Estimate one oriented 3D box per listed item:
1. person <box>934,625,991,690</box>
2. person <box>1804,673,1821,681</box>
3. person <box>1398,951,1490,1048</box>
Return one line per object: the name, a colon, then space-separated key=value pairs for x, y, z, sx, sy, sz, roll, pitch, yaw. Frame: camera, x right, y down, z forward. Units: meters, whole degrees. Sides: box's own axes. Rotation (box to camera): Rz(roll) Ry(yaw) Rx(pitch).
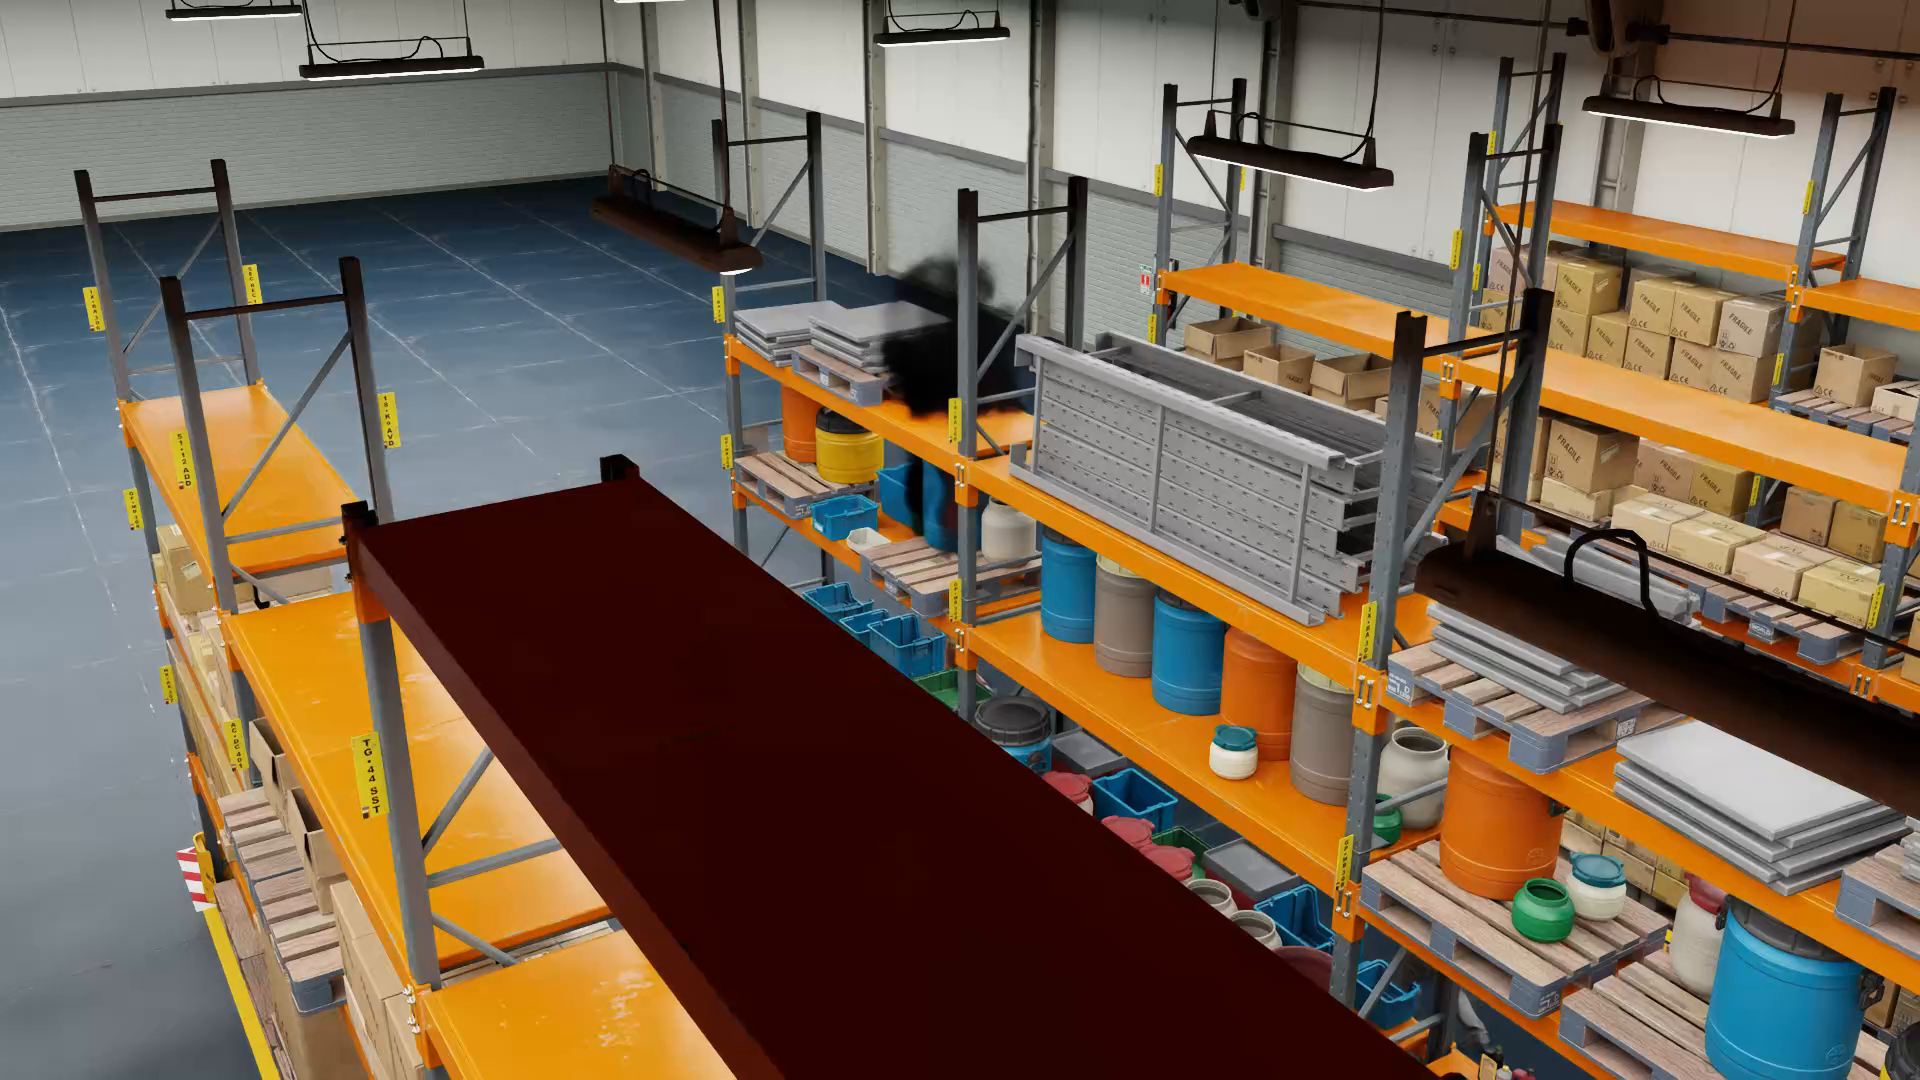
person: x=0.029 y=0.992 z=16.730 sx=0.556 sy=1.622 sz=0.576 roll=17 pitch=27 yaw=35
person: x=7.316 y=1.854 z=14.684 sx=0.503 sy=1.559 sz=0.493 roll=-15 pitch=26 yaw=-32
person: x=3.438 y=2.879 z=11.868 sx=0.674 sy=1.775 sz=0.937 roll=-11 pitch=25 yaw=-26
